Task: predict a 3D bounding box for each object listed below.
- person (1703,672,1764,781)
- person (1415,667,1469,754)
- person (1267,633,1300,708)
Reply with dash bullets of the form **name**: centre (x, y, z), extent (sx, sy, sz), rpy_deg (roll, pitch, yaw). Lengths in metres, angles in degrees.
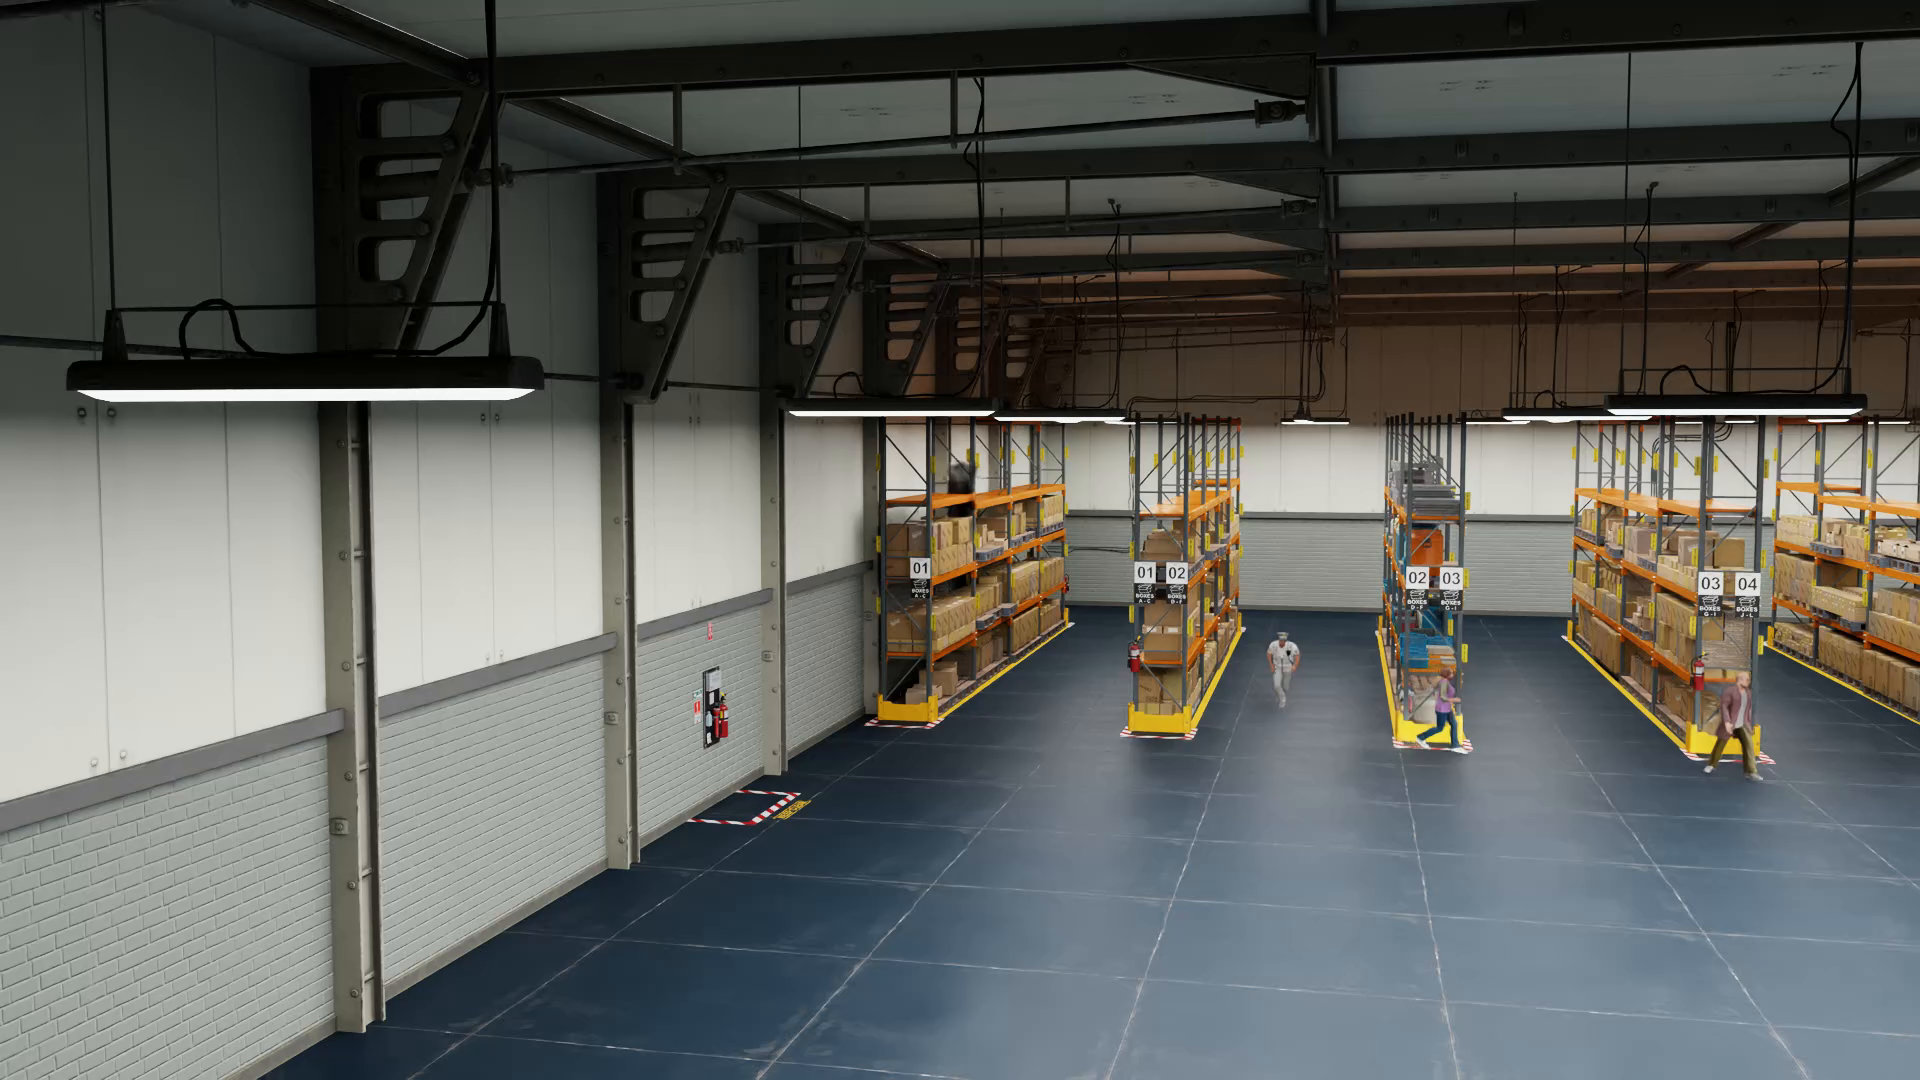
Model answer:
- **person**: centre (12.680, 3.013, 27.182), extent (0.715, 1.733, 0.965), rpy_deg (-1, 4, -13)
- **person**: centre (8.399, 2.970, 29.013), extent (0.896, 1.557, 0.571), rpy_deg (2, 4, 23)
- **person**: centre (6.639, 2.638, 34.115), extent (0.667, 1.575, 0.999), rpy_deg (1, 4, 12)
